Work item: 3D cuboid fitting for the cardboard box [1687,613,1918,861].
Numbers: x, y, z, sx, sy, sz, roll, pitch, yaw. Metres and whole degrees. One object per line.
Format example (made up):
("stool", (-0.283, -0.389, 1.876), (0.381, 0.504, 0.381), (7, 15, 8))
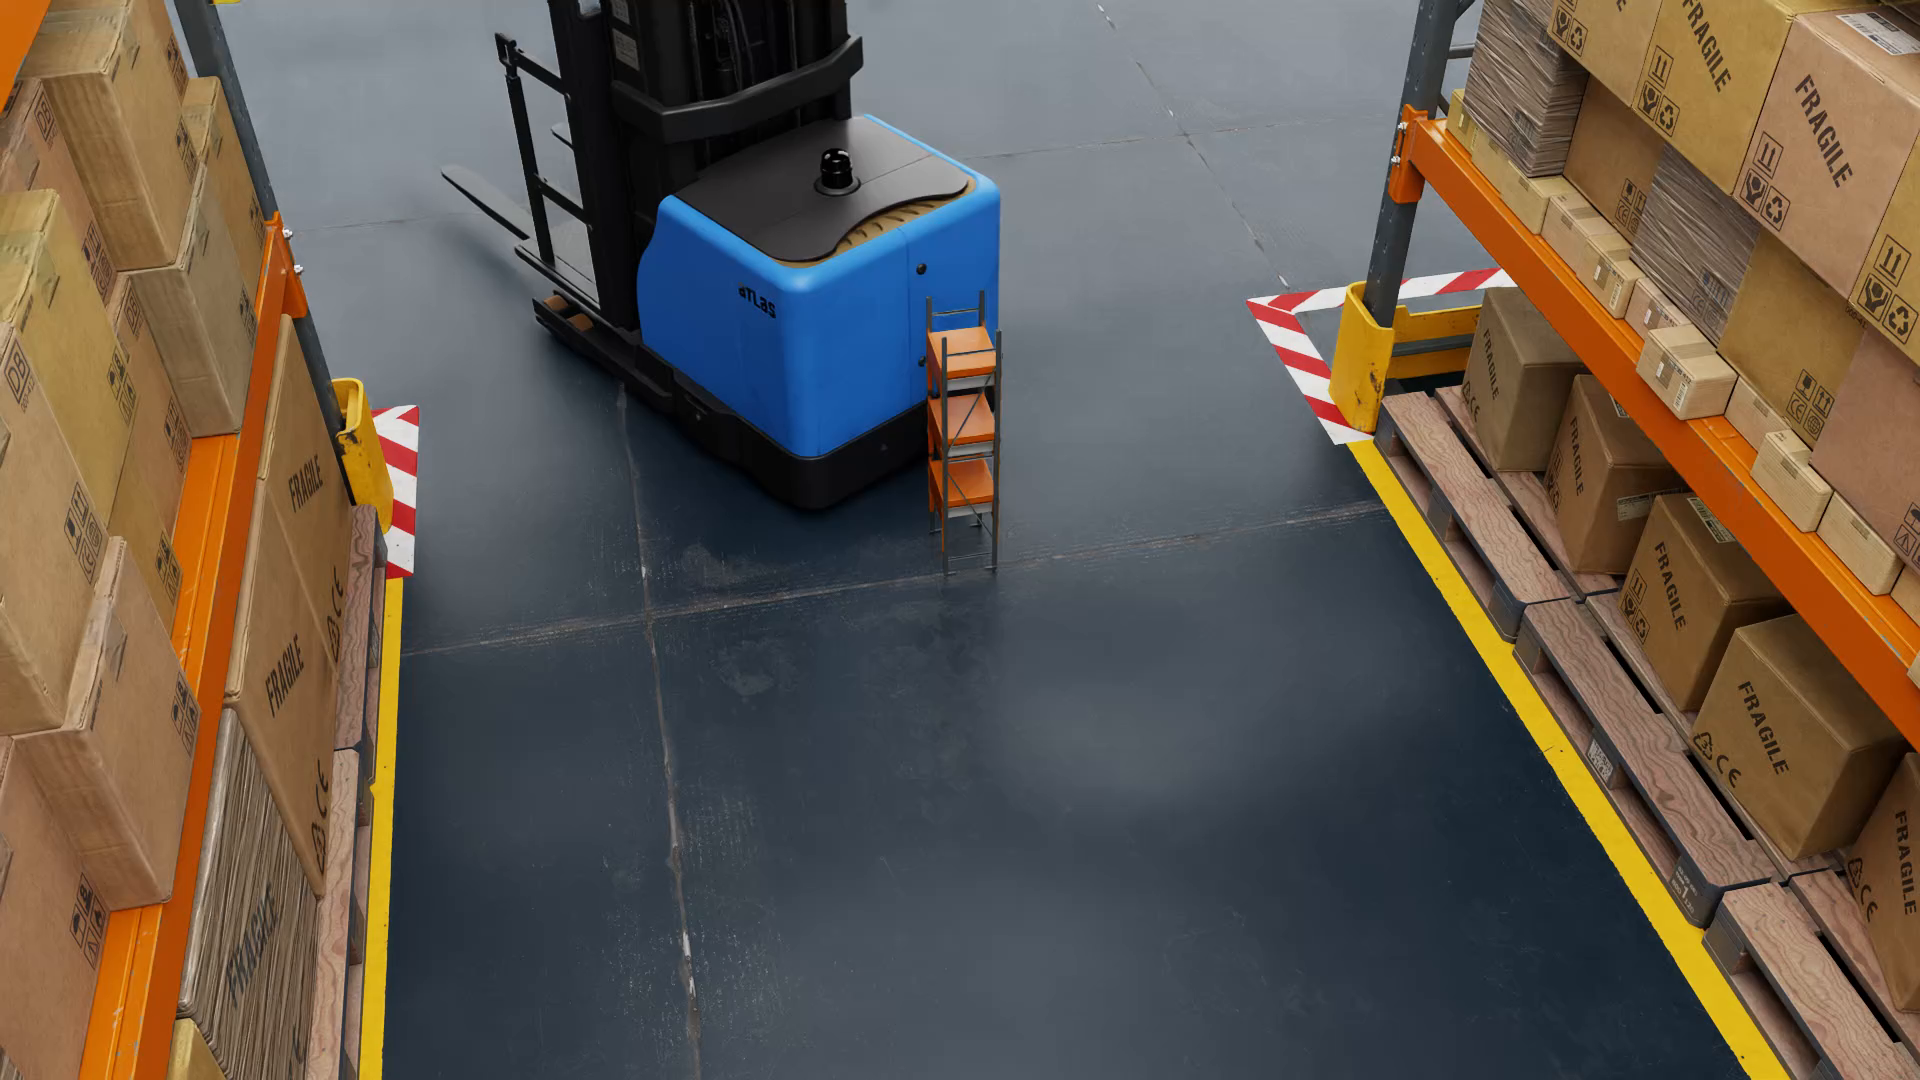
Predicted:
("cardboard box", (2.592, 0.552, 4.936), (0.500, 0.500, 0.500), (-12, 43, -13))

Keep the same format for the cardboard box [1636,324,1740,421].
("cardboard box", (2.176, -0.494, 4.736), (0.380, 0.149, 0.250), (-8, 42, -9))

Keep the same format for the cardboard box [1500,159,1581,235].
("cardboard box", (2.021, -1.151, 5.476), (0.380, 0.149, 0.250), (-8, 42, -9))

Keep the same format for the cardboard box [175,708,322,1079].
("cardboard box", (-2.149, 1.082, 4.056), (0.875, 0.875, 0.875), (-8, 42, -9))

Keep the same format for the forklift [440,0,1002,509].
("forklift", (-1.201, -2.105, 6.413), (1.130, 2.935, 3.031), (-31, 50, -30))

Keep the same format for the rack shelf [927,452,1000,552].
("rack shelf", (0.012, -0.142, 6.054), (0.215, 0.259, 0.240), (-8, 42, -9))

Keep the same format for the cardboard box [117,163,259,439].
("cardboard box", (-2.483, -0.616, 4.572), (0.875, 0.550, 0.550), (-8, 42, -9))

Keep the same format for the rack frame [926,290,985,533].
("rack frame", (-0.015, -0.437, 5.951), (0.200, 1.050, 0.008), (-8, 42, -9))

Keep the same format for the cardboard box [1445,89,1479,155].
("cardboard box", (1.946, -1.480, 5.847), (0.380, 0.149, 0.250), (-8, 42, -9))

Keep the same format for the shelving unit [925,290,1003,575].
("shelving unit", (0.012, -0.358, 5.862), (0.215, 1.050, 0.252), (-8, 42, -9))

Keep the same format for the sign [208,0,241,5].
("sign", (-2.214, -1.738, 4.897), (0.100, 0.325, 0.005), (-8, 42, -9))

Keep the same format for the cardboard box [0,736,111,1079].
("cardboard box", (-2.116, 0.799, 2.978), (0.875, 0.550, 0.550), (-8, 42, -9))

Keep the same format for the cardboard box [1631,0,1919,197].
("cardboard box", (2.181, -1.271, 4.369), (0.500, 0.500, 0.500), (-8, 42, -9))

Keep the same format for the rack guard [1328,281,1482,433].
("rack guard", (2.134, -0.809, 6.784), (1.175, 0.500, 0.348), (-8, 42, -9))

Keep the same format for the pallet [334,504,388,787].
("pallet", (-2.498, 0.403, 5.638), (1.003, 0.211, 1.213), (-8, 42, -9))

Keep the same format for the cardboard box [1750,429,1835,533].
("cardboard box", (2.338, -0.177, 4.380), (0.380, 0.149, 0.250), (-8, 42, -9))

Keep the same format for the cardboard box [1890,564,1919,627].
("cardboard box", (2.520, 0.136, 4.027), (0.380, 0.149, 0.250), (-8, 42, -9))

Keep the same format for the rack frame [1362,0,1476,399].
("rack frame", (2.118, -1.793, 6.010), (1.000, 3.000, 0.127), (-8, 42, -9))

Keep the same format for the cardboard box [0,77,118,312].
("cardboard box", (-2.508, -0.635, 3.780), (0.875, 0.550, 0.550), (-8, 42, -9))

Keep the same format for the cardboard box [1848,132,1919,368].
("cardboard box", (2.399, -0.623, 3.639), (0.500, 0.500, 0.500), (-8, 42, -9))

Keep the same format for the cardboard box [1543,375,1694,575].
("cardboard box", (2.399, -0.225, 5.811), (0.500, 0.500, 0.500), (2, 42, 2))

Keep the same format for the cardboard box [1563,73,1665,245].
("cardboard box", (2.435, -1.274, 5.126), (0.875, 0.500, 0.500), (-8, 42, -9))

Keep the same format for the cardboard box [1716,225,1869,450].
("cardboard box", (2.597, -0.618, 4.387), (0.875, 0.500, 0.500), (-8, 42, -9))

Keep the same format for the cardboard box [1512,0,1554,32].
("cardboard box", (1.970, -1.920, 5.100), (0.500, 0.500, 0.500), (-8, 42, -9))

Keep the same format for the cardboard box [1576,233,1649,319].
("cardboard box", (2.142, -0.829, 5.113), (0.380, 0.149, 0.250), (-8, 42, -9))

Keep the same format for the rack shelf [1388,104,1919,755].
("rack shelf", (2.549, -0.227, 4.788), (1.077, 0.370, 4.000), (-8, 42, -9))

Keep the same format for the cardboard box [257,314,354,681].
("cardboard box", (-2.536, -0.080, 5.364), (0.875, 0.875, 0.875), (-8, 42, -9))

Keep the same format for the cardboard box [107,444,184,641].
("cardboard box", (-2.330, 0.103, 3.762), (0.875, 0.550, 0.500), (-8, 42, -9))

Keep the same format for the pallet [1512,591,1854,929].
("pallet", (2.535, 0.620, 5.392), (1.003, 0.211, 1.213), (-8, 42, -9))

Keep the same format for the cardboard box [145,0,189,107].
("cardboard box", (-2.705, -1.361, 4.598), (0.875, 0.550, 0.550), (-8, 42, -9))

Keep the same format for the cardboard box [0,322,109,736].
("cardboard box", (-2.144, 0.032, 3.028), (0.875, 0.550, 0.550), (-8, 42, -9))
